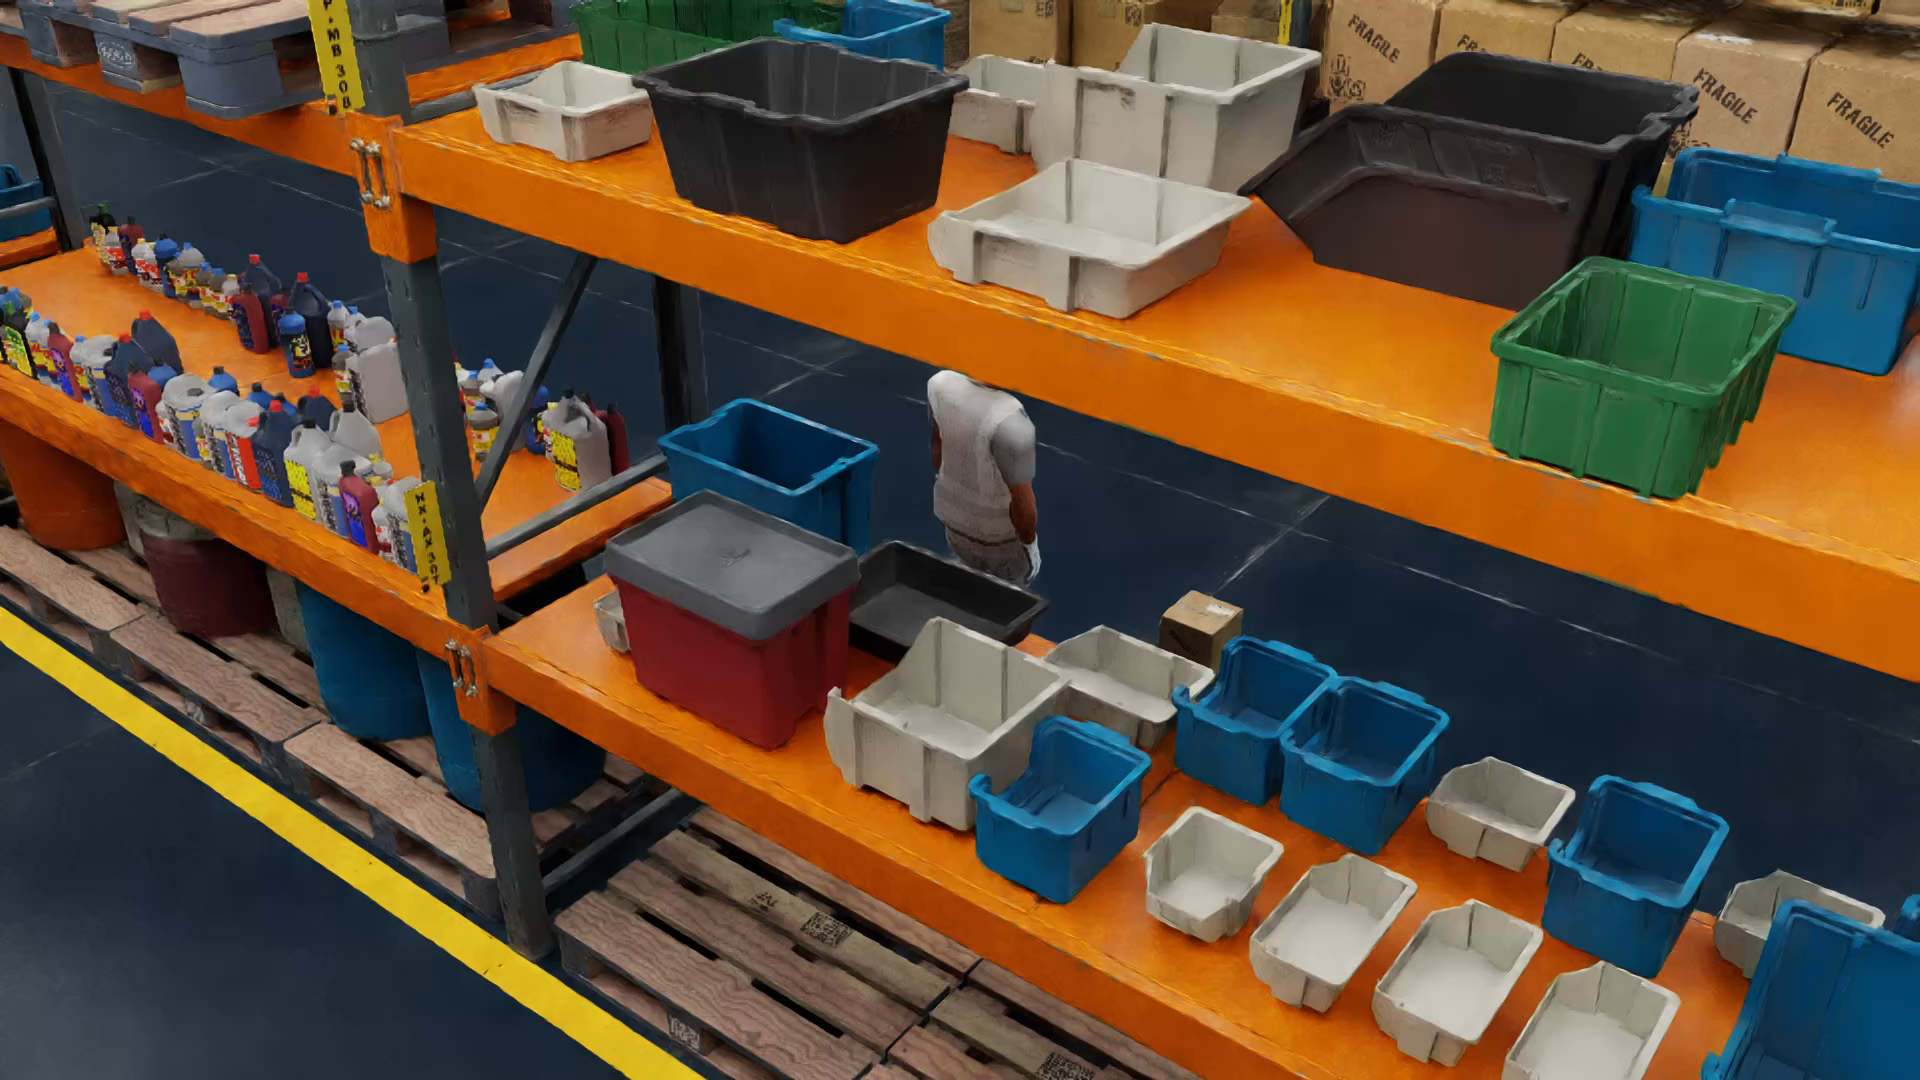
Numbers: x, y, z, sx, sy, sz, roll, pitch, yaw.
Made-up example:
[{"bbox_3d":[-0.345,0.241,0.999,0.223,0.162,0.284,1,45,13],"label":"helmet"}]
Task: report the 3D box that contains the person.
[{"bbox_3d":[0.093,-0.084,6.287,0.605,1.758,0.539,24,38,35],"label":"person"}]
